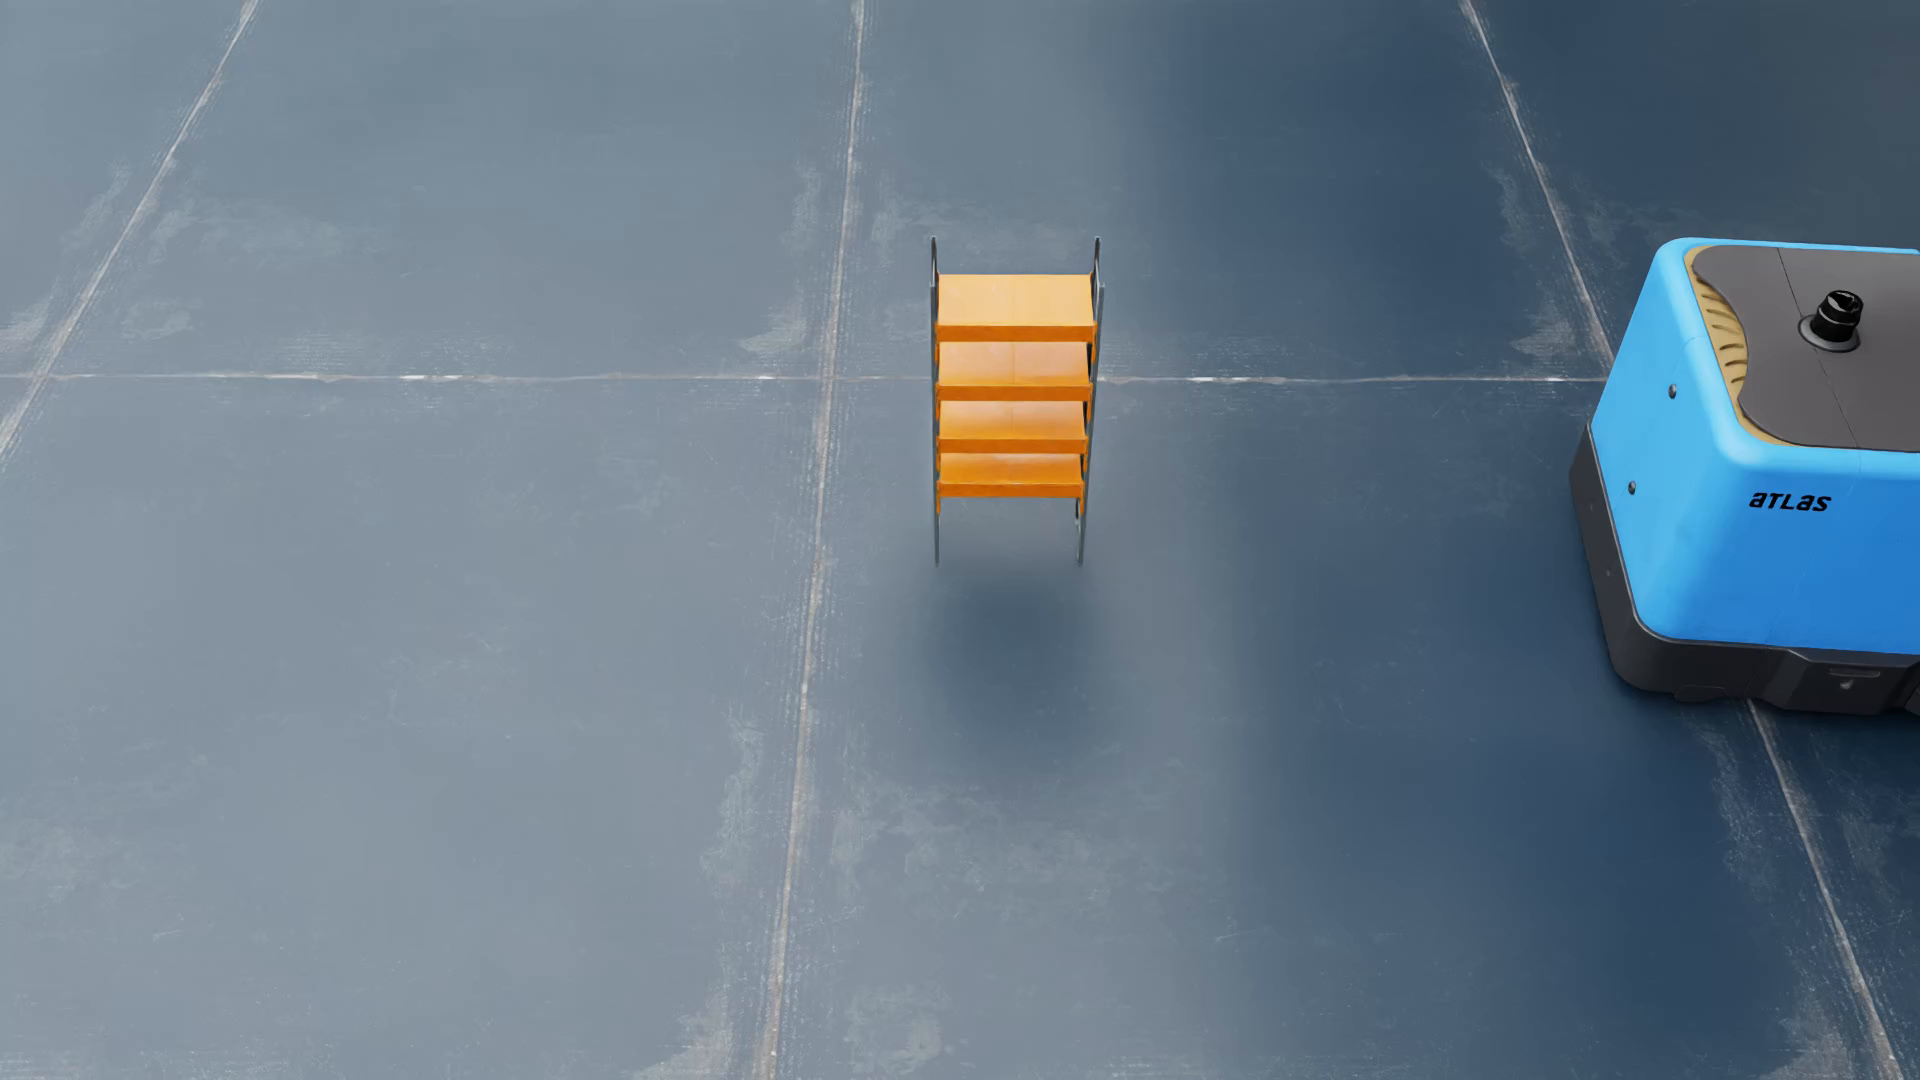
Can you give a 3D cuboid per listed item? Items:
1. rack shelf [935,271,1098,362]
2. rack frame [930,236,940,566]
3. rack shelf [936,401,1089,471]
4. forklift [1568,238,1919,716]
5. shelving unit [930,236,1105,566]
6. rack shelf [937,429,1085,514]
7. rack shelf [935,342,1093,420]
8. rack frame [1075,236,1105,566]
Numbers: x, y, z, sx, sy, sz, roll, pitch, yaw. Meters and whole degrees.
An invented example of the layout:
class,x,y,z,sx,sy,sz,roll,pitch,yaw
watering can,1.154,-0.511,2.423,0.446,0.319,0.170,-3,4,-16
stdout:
class,x,y,z,sx,sy,sz,roll,pitch,yaw
rack shelf,0.166,-0.676,5.023,0.480,0.148,0.258,0,47,0
rack frame,-0.078,-0.409,5.311,0.015,1.200,0.240,0,47,0
rack shelf,0.166,-0.362,5.360,0.480,0.148,0.258,0,47,0
forklift,3.617,-0.769,4.464,3.031,2.935,1.130,4,47,3
shelving unit,0.166,-0.408,5.310,0.503,1.200,0.258,0,47,0
rack shelf,0.166,-0.227,5.505,0.480,0.148,0.258,0,47,0
rack shelf,0.166,-0.515,5.196,0.480,0.148,0.258,0,47,0
rack frame,0.410,-0.408,5.310,0.015,1.200,0.240,0,47,0
